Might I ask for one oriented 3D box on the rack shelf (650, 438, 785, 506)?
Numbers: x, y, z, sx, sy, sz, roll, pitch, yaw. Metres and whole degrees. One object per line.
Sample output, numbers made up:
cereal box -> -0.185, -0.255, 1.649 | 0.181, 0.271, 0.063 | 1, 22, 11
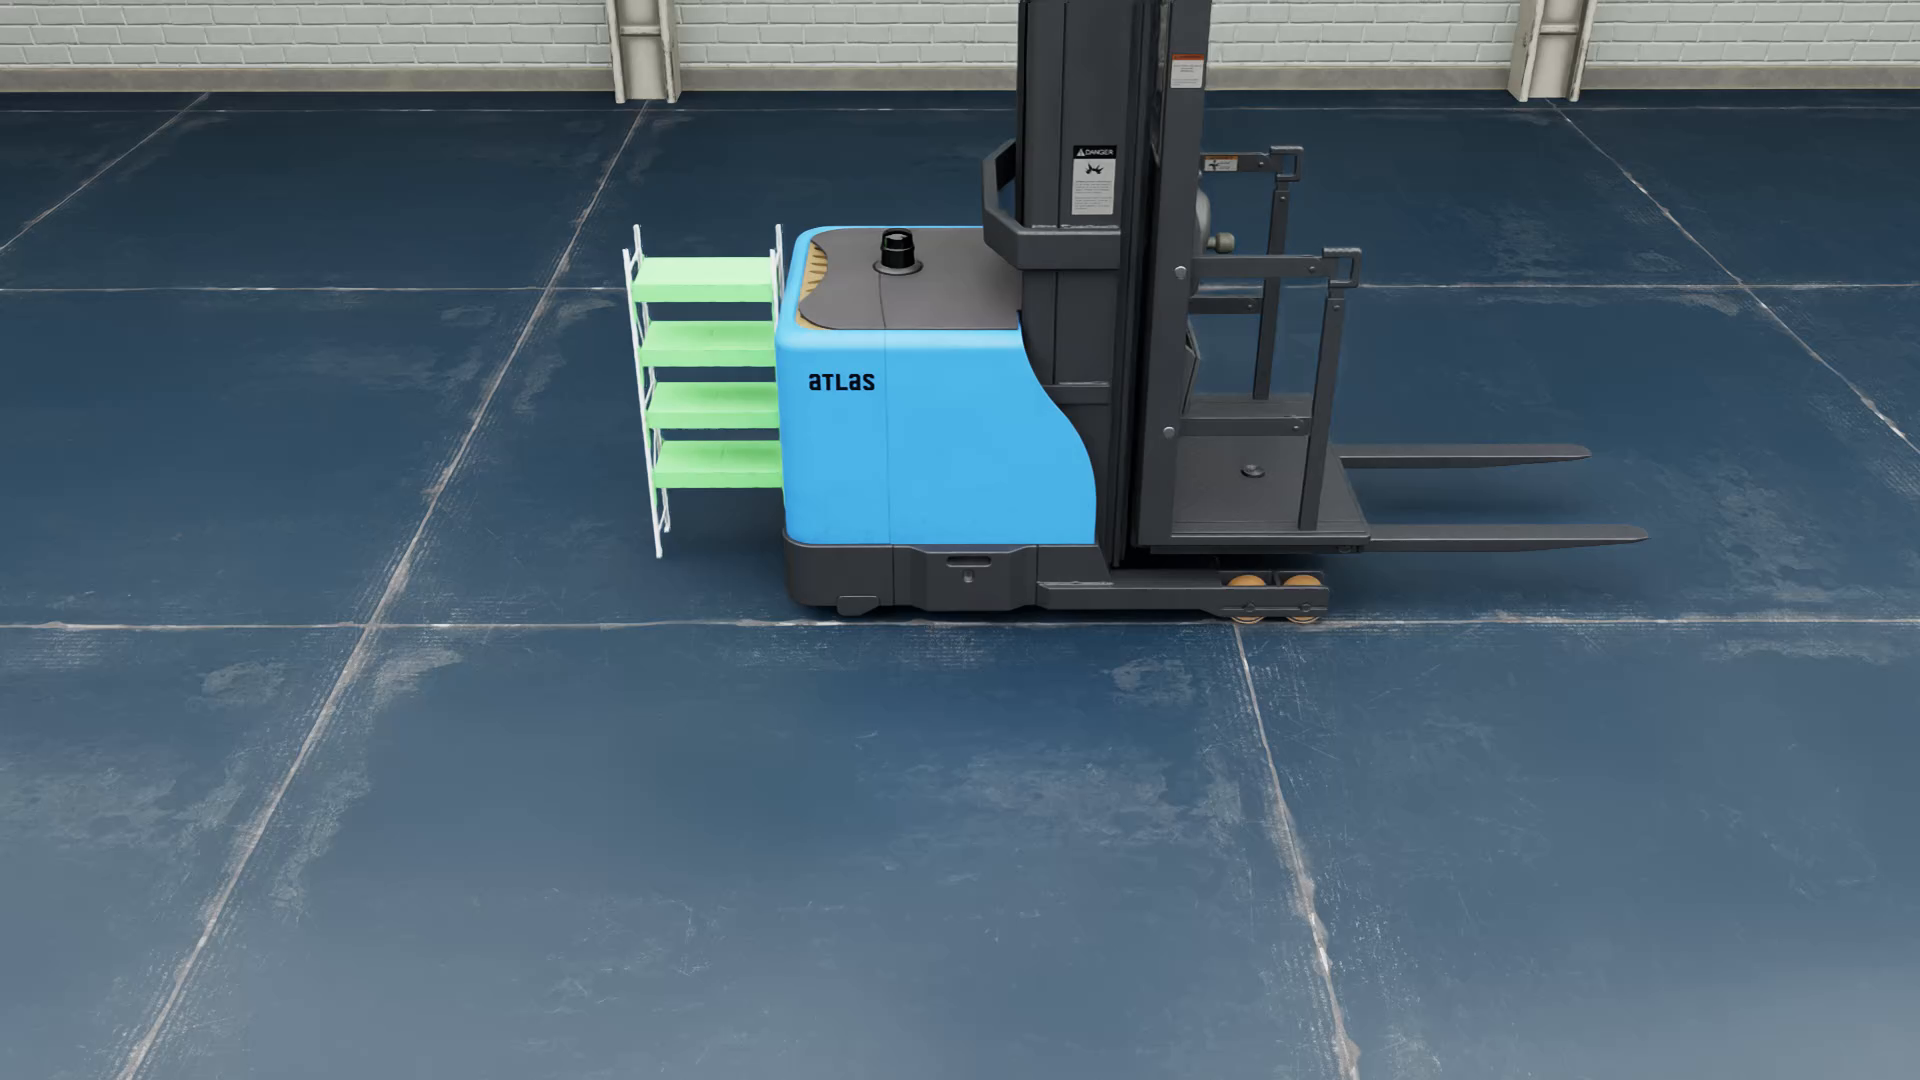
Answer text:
rack shelf -> -0.868, -0.251, 6.092 | 0.480, 0.148, 0.258 | 0, 31, 0

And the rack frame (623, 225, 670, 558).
rack frame -> -1.112, -0.510, 5.934 | 0.015, 1.200, 0.240 | 0, 31, 0

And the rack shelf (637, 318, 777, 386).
rack shelf -> -0.868, -0.661, 5.843 | 0.480, 0.148, 0.258 | 0, 31, 0

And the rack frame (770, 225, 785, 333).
rack frame -> -0.624, -0.511, 5.936 | 0.015, 1.200, 0.240 | 0, 31, 0

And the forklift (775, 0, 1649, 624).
forklift -> 0.906, -1.240, 5.468 | 3.031, 2.935, 1.130 | 0, 31, 0

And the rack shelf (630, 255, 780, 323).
rack shelf -> -0.868, -0.866, 5.719 | 0.480, 0.148, 0.258 | 0, 31, 0

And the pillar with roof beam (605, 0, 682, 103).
pillar with roof beam -> -2.059, -4.593, 5.146 | 0.400, 9.000, 9.100 | 0, 31, 0

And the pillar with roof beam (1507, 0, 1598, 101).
pillar with roof beam -> 3.941, -4.612, 5.176 | 0.400, 9.000, 9.100 | 0, 31, 0

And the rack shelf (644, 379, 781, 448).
rack shelf -> -0.868, -0.456, 5.968 | 0.480, 0.148, 0.258 | 0, 31, 0

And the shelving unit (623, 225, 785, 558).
shelving unit -> -0.868, -0.511, 5.935 | 0.503, 1.200, 0.258 | 0, 31, 0
